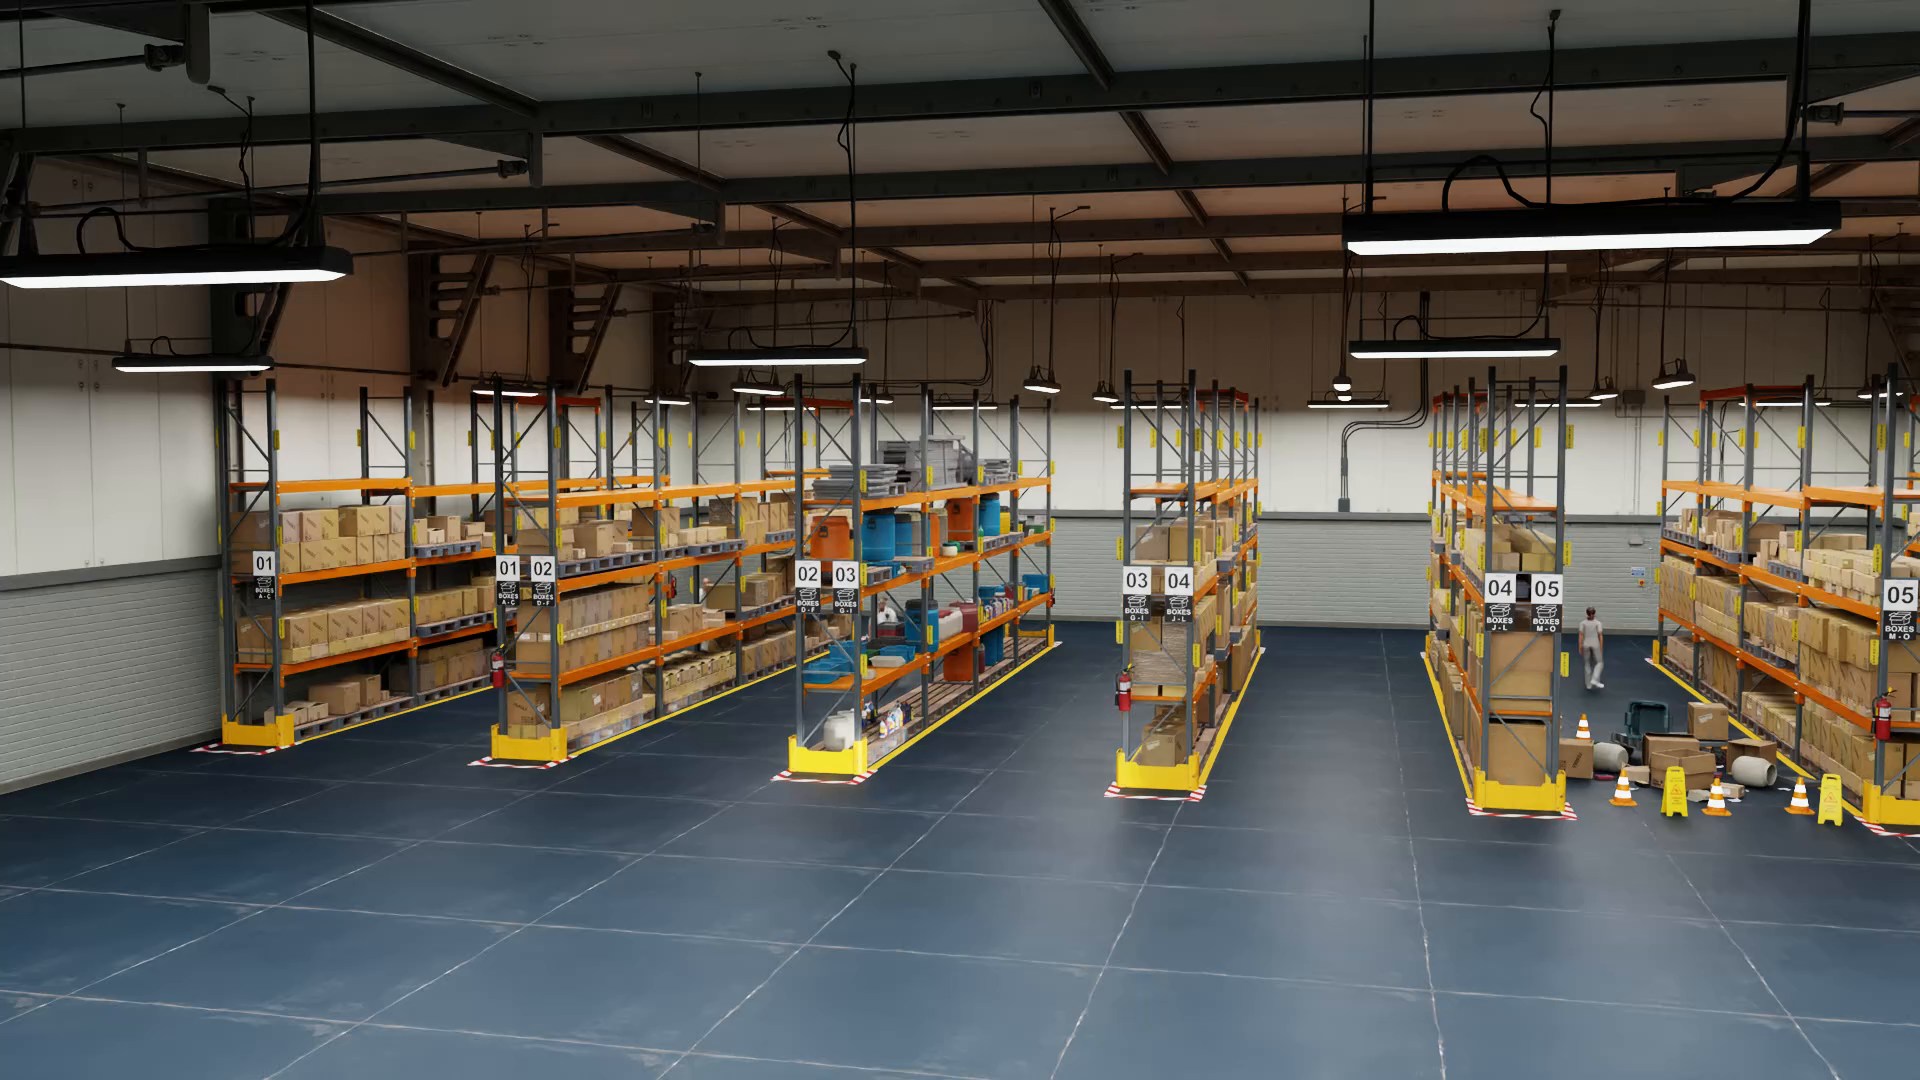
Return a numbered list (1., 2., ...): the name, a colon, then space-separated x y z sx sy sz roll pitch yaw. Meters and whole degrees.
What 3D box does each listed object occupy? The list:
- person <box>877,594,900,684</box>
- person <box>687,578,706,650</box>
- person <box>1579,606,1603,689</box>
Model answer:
1. person: -1.504 1.973 33.367 0.607 1.825 0.501 -2 4 -25
2. person: -6.056 1.774 38.702 0.590 1.765 0.579 1 4 13
3. person: 12.719 2.190 33.473 0.550 1.694 0.405 -1 4 -12
